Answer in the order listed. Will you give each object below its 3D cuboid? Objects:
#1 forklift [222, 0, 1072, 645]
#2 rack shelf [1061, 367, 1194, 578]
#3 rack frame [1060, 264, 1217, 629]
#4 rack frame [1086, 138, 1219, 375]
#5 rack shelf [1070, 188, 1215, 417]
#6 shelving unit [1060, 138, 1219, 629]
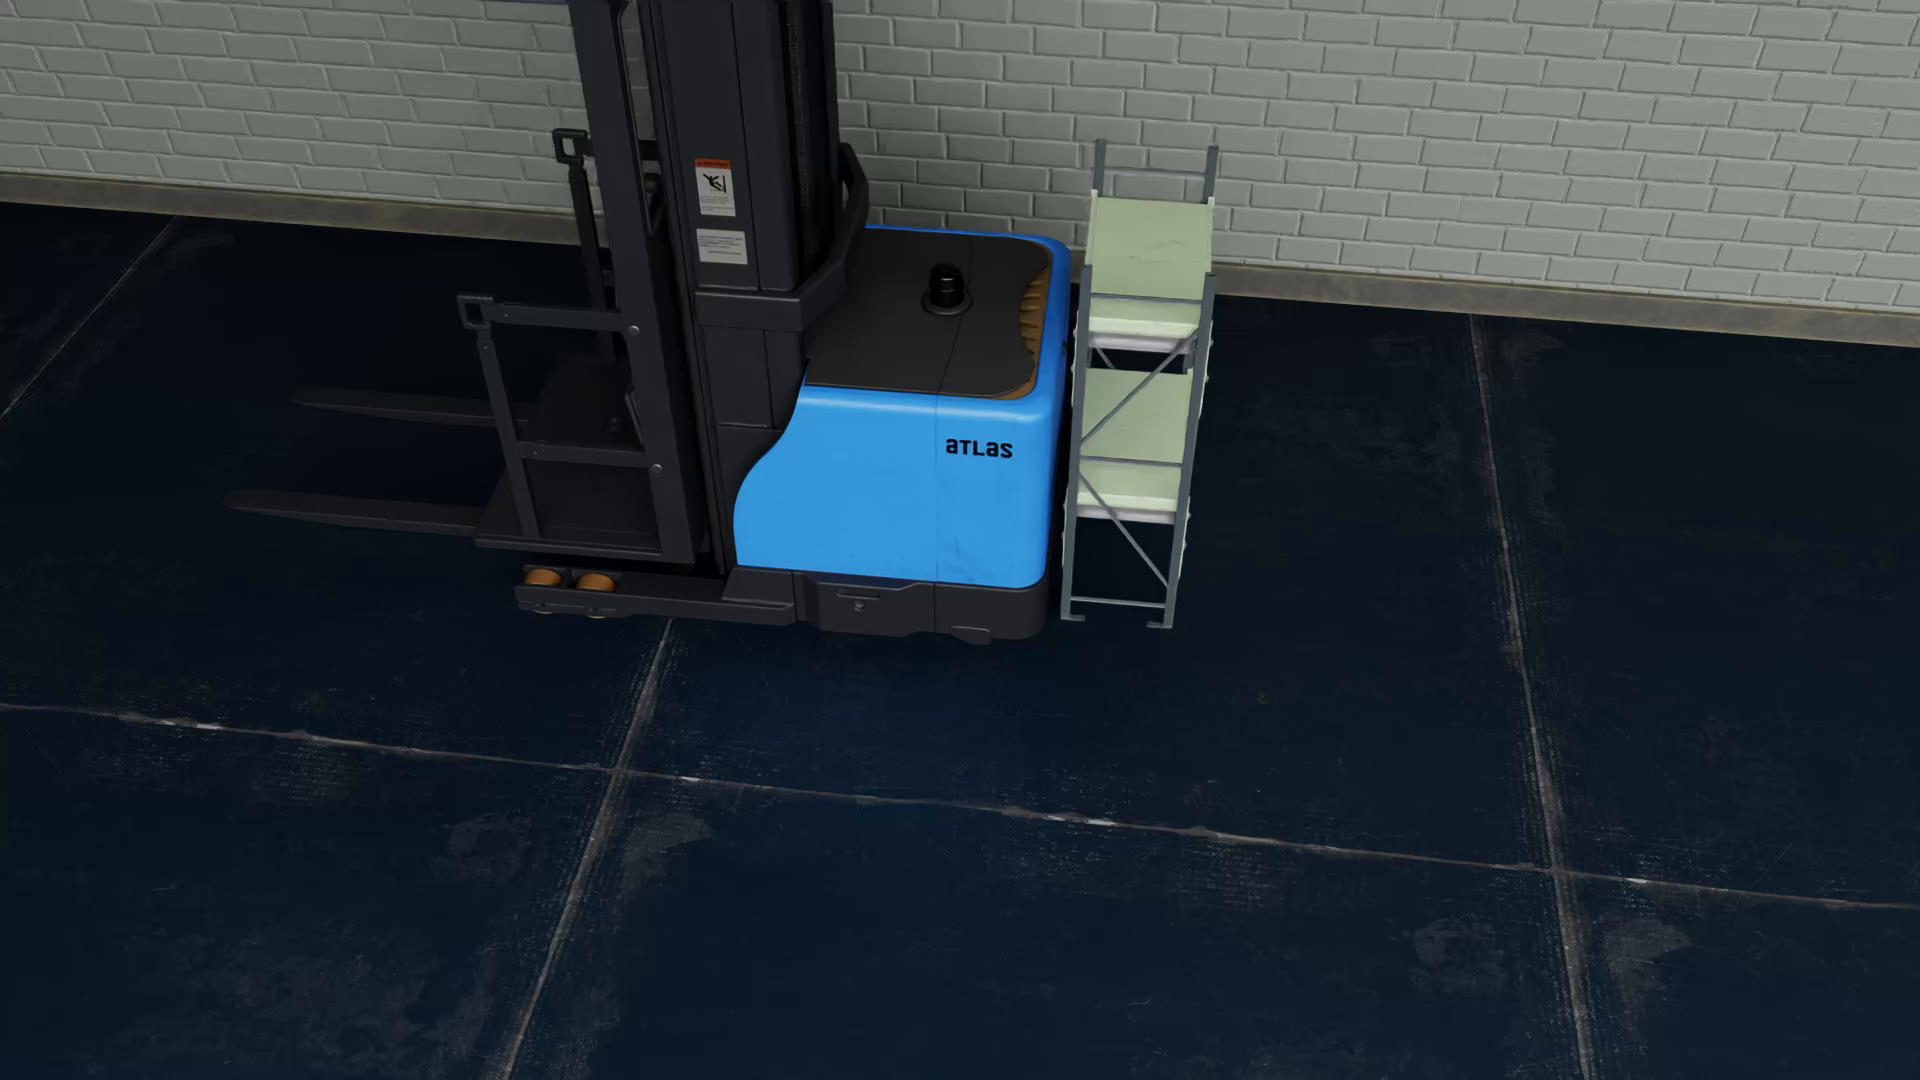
[{"bbox_3d":[-1.152,-1.139,5.321,3.031,2.935,1.130,5,44,5],"label":"forklift"},{"bbox_3d":[0.601,-0.264,5.912,0.431,0.370,0.720,5,44,5],"label":"rack shelf"},{"bbox_3d":[0.557,-0.251,5.424,0.400,1.500,0.023,5,44,5],"label":"rack frame"},{"bbox_3d":[0.645,-0.751,5.952,0.400,1.500,0.023,5,44,5],"label":"rack frame"},{"bbox_3d":[0.601,-0.784,5.420,0.431,0.370,0.720,5,44,5],"label":"rack shelf"},{"bbox_3d":[0.601,-0.501,5.688,0.431,1.500,0.755,5,44,5],"label":"shelving unit"}]
